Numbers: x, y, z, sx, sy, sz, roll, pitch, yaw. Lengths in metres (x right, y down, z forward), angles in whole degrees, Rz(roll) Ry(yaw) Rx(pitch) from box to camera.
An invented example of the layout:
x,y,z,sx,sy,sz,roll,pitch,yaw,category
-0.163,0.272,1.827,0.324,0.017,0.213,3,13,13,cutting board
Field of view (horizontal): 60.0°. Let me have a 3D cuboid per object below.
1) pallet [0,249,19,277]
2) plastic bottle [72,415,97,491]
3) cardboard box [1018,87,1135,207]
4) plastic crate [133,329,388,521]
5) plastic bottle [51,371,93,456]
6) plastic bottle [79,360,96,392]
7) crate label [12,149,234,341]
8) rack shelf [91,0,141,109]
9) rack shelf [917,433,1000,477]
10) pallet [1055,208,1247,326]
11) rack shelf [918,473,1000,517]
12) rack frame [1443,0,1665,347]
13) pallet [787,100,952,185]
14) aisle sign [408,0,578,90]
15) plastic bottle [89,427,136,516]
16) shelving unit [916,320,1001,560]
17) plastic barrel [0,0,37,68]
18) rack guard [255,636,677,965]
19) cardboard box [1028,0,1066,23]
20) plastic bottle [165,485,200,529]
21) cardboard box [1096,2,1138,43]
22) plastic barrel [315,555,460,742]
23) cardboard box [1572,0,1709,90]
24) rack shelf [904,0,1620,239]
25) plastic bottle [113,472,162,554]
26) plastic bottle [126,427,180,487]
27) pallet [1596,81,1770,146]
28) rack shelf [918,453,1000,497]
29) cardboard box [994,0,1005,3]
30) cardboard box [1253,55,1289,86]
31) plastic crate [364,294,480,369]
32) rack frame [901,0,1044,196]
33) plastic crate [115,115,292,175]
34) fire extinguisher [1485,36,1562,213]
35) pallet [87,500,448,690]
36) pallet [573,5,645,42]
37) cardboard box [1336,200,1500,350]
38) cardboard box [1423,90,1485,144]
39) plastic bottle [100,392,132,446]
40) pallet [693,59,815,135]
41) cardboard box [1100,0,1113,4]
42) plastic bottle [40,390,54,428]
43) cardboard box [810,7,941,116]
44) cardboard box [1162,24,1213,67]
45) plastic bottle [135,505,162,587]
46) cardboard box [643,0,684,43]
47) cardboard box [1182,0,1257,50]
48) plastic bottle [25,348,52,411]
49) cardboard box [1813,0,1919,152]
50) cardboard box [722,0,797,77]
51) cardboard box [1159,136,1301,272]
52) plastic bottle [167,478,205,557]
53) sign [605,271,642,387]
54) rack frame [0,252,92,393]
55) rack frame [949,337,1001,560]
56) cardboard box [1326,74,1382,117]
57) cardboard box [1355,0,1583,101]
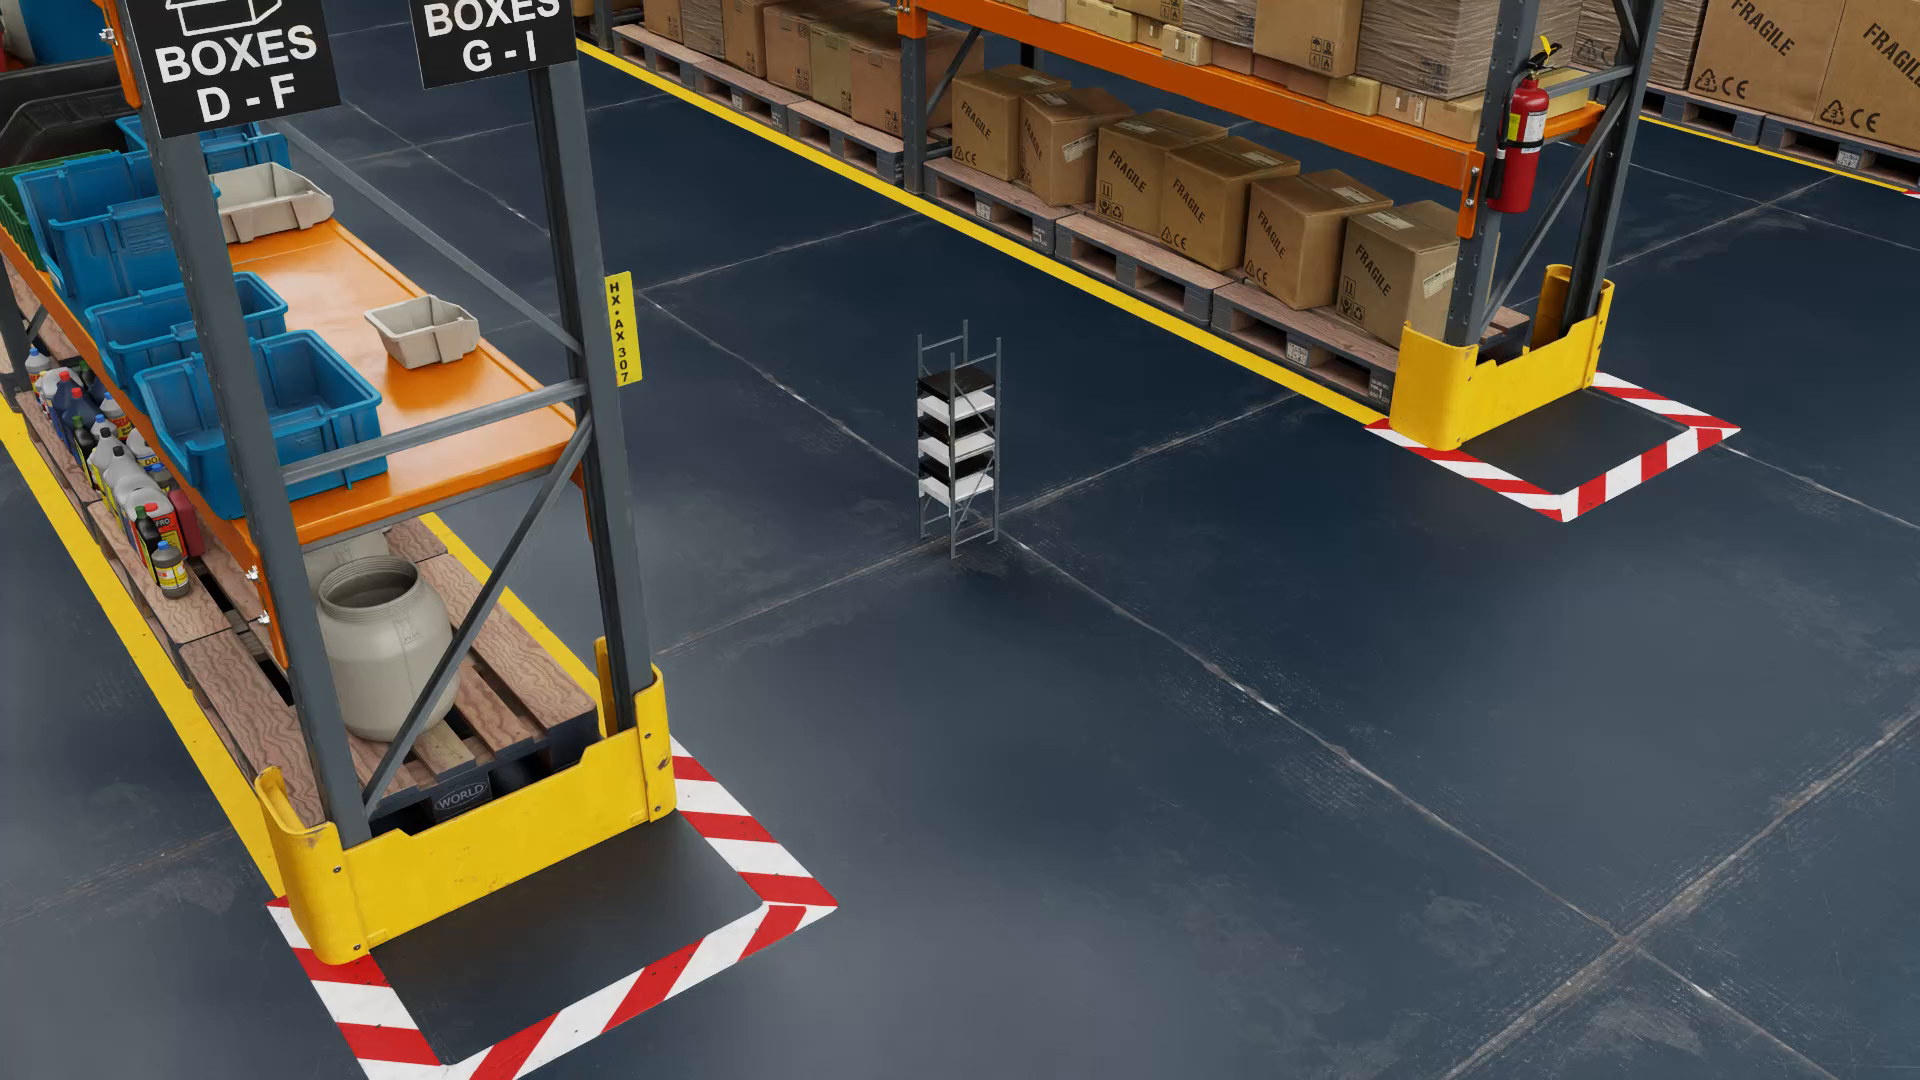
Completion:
x,y,z,sx,sy,sz,roll,pitch,yaw,category
-5.090,-1.587,9.106,1.003,0.211,1.213,-22,38,-31,pallet
-3.474,-0.350,6.628,0.061,0.283,0.133,-20,37,-29,plastic bottle
0.658,-2.252,9.503,0.500,0.500,0.500,-11,33,-16,cardboard box
-1.915,-0.330,4.579,0.499,0.251,0.616,-22,38,-31,plastic crate
-3.658,-0.539,6.869,0.144,0.351,0.185,-21,38,-30,plastic bottle
-3.672,-0.616,7.056,0.061,0.283,0.133,-22,38,-31,plastic bottle
-2.714,-0.976,5.445,0.502,0.435,0.616,-22,38,-31,crate label
-2.599,-2.084,5.101,1.077,0.370,4.000,-22,38,-31,rack shelf
-0.005,-0.357,6.536,0.258,0.077,0.200,-22,38,-31,rack shelf
1.279,-1.589,9.109,1.003,0.211,1.213,-22,38,-31,pallet
-0.005,-0.204,6.631,0.258,0.077,0.200,-22,38,-31,rack shelf
2.540,-1.884,6.940,1.000,3.000,0.127,-22,38,-31,rack frame
-0.391,-2.690,10.882,1.003,0.211,1.213,-22,38,-31,pallet
-1.097,-1.451,3.779,0.394,0.787,0.004,-22,38,-31,aisle sign
-3.281,-0.284,6.457,0.144,0.351,0.185,-23,38,-32,plastic bottle
-0.005,-0.386,6.518,0.258,0.900,0.210,-22,38,-31,shelving unit
-4.238,-2.476,7.765,0.433,0.535,0.433,0,32,0,plastic barrel
-1.456,0.764,5.046,1.175,0.500,0.348,-22,38,-31,rack guard
0.581,-2.835,8.710,0.380,0.149,0.250,-22,38,-31,cardboard box
-2.976,-0.123,6.340,0.097,0.201,0.097,0,32,0,plastic bottle
0.912,-2.636,8.390,0.380,0.149,0.250,-22,38,-31,cardboard box
-1.836,0.347,5.307,0.421,0.512,0.421,0,32,0,plastic barrel
4.954,-3.730,11.529,0.875,0.875,0.875,-22,38,-31,cardboard box
1.314,-2.412,8.472,1.077,0.370,4.000,-22,38,-31,rack shelf
-3.063,-0.107,6.243,0.152,0.276,0.135,-23,39,-33,plastic bottle
-3.180,-0.310,6.571,0.152,0.276,0.135,-22,38,-31,plastic bottle
5.224,-3.078,11.506,1.003,0.211,1.213,-22,38,-31,pallet
-0.005,-0.281,6.583,0.258,0.077,0.200,-22,38,-31,rack shelf
0.300,-3.054,9.062,0.380,0.149,0.250,-22,38,-31,cardboard box
1.594,-2.248,7.764,0.380,0.149,0.250,-22,38,-31,cardboard box
-1.667,-0.646,5.198,0.298,0.136,0.250,-22,38,-31,plastic crate
0.087,-3.551,9.624,1.000,3.000,0.127,-22,38,-31,rack frame
-2.932,-1.512,6.482,0.499,0.251,0.616,-22,38,-31,plastic crate
2.246,-1.654,6.644,0.296,0.674,0.183,-22,38,-31,fire extinguisher
-2.694,0.038,6.488,1.003,0.211,1.213,-22,38,-31,pallet
-2.789,-4.386,13.612,1.003,0.211,1.213,-22,38,-31,pallet
2.171,-1.266,7.917,0.500,0.500,0.500,-15,35,-23,cardboard box
2.202,-1.829,7.090,0.380,0.149,0.250,-22,38,-31,cardboard box
-3.474,-0.484,6.856,0.097,0.271,0.097,0,32,0,plastic bottle
-1.143,-3.199,11.701,1.003,0.211,1.213,-22,38,-31,pallet
0.979,-3.117,8.548,0.875,0.500,0.500,-22,38,-31,cardboard box
-3.851,-0.587,7.088,0.097,0.201,0.097,0,32,0,plastic bottle
-0.550,-3.144,10.921,0.700,0.500,0.500,-23,38,-32,cardboard box
1.200,-2.420,8.042,0.380,0.149,0.250,-22,38,-31,cardboard box
-2.931,0.019,6.034,0.061,0.283,0.133,-21,38,-30,plastic bottle
-1.939,-4.070,12.413,0.700,0.500,0.500,-25,39,-34,cardboard box
1.551,-2.683,7.850,0.875,0.500,0.500,-22,38,-31,cardboard box
-3.976,-0.702,7.206,0.097,0.271,0.097,0,32,0,plastic bottle
6.052,-2.984,10.326,0.875,0.875,0.875,-22,38,-31,cardboard box
-1.235,-3.609,11.670,0.700,0.500,0.500,-19,37,-28,cardboard box
1.408,-1.771,8.730,0.500,0.500,0.500,-19,36,-27,cardboard box
-2.894,-0.087,6.204,0.061,0.283,0.133,-22,38,-31,plastic bottle
-0.935,-0.575,4.571,0.100,0.325,0.005,-22,38,-31,sign
-3.825,-1.948,7.044,1.000,3.000,0.127,-22,38,-31,rack frame
0.057,-0.343,6.450,0.240,0.900,0.006,-22,38,-31,rack frame
1.856,-2.021,7.399,0.380,0.149,0.250,-22,38,-31,cardboard box
2.225,-2.291,7.219,0.875,0.500,0.500,-22,38,-31,cardboard box
